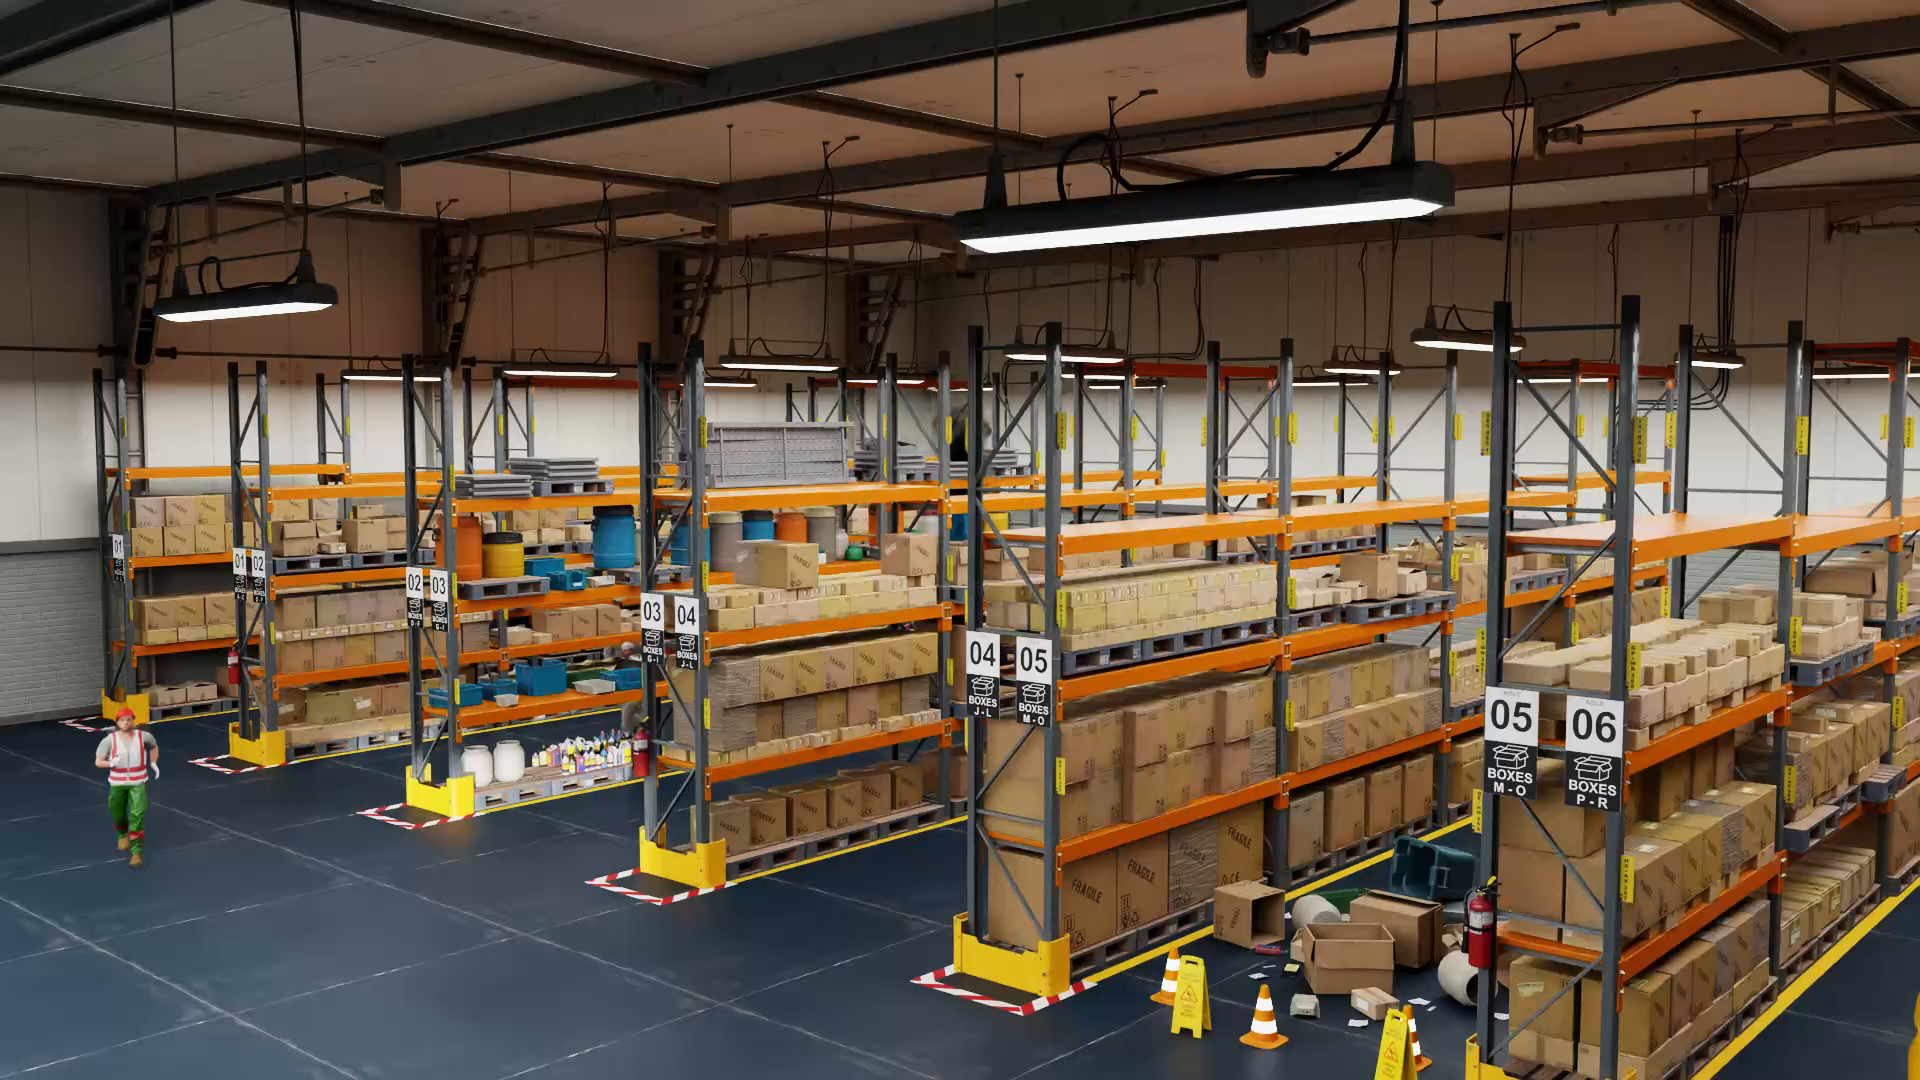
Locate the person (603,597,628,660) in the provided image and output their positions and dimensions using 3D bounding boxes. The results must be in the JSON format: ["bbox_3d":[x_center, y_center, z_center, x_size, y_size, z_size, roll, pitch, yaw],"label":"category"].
[{"bbox_3d":[-6.586,1.928,31.940,0.696,1.763,0.941,4,6,40],"label":"person"}]

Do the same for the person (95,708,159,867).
[{"bbox_3d":[-9.650,2.824,19.290,0.660,1.769,1.001,-2,5,-26],"label":"person"}]

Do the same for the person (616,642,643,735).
[{"bbox_3d":[-5.140,2.427,25.911,0.599,1.706,0.878,3,5,39],"label":"person"}]

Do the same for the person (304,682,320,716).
[{"bbox_3d":[-10.699,2.311,27.519,0.560,1.713,0.742,2,5,28],"label":"person"}]
